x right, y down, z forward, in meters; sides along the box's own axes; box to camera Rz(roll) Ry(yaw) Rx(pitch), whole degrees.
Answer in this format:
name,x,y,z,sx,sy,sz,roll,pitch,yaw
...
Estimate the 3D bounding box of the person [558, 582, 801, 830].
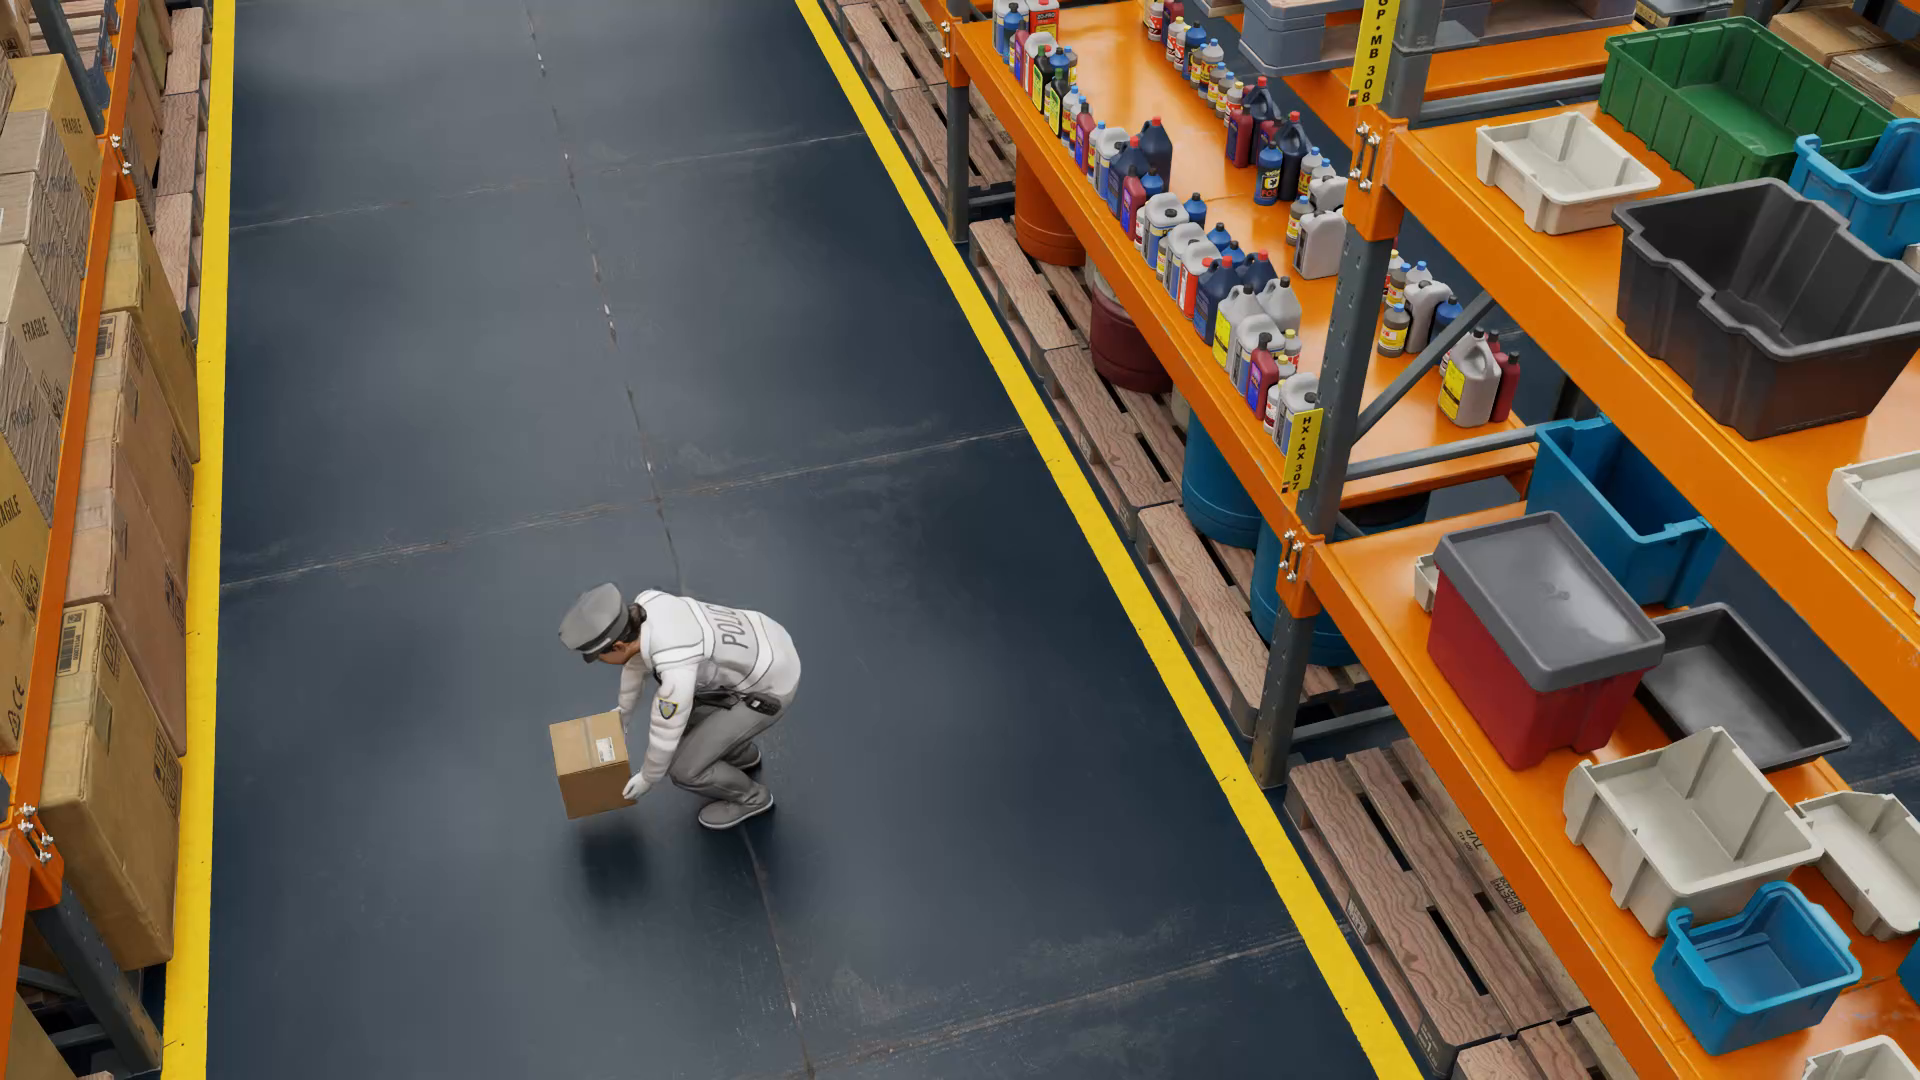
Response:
name,x,y,z,sx,sy,sz,roll,pitch,yaw
person,-0.954,0.570,5.913,0.796,1.163,0.520,-12,44,-13
